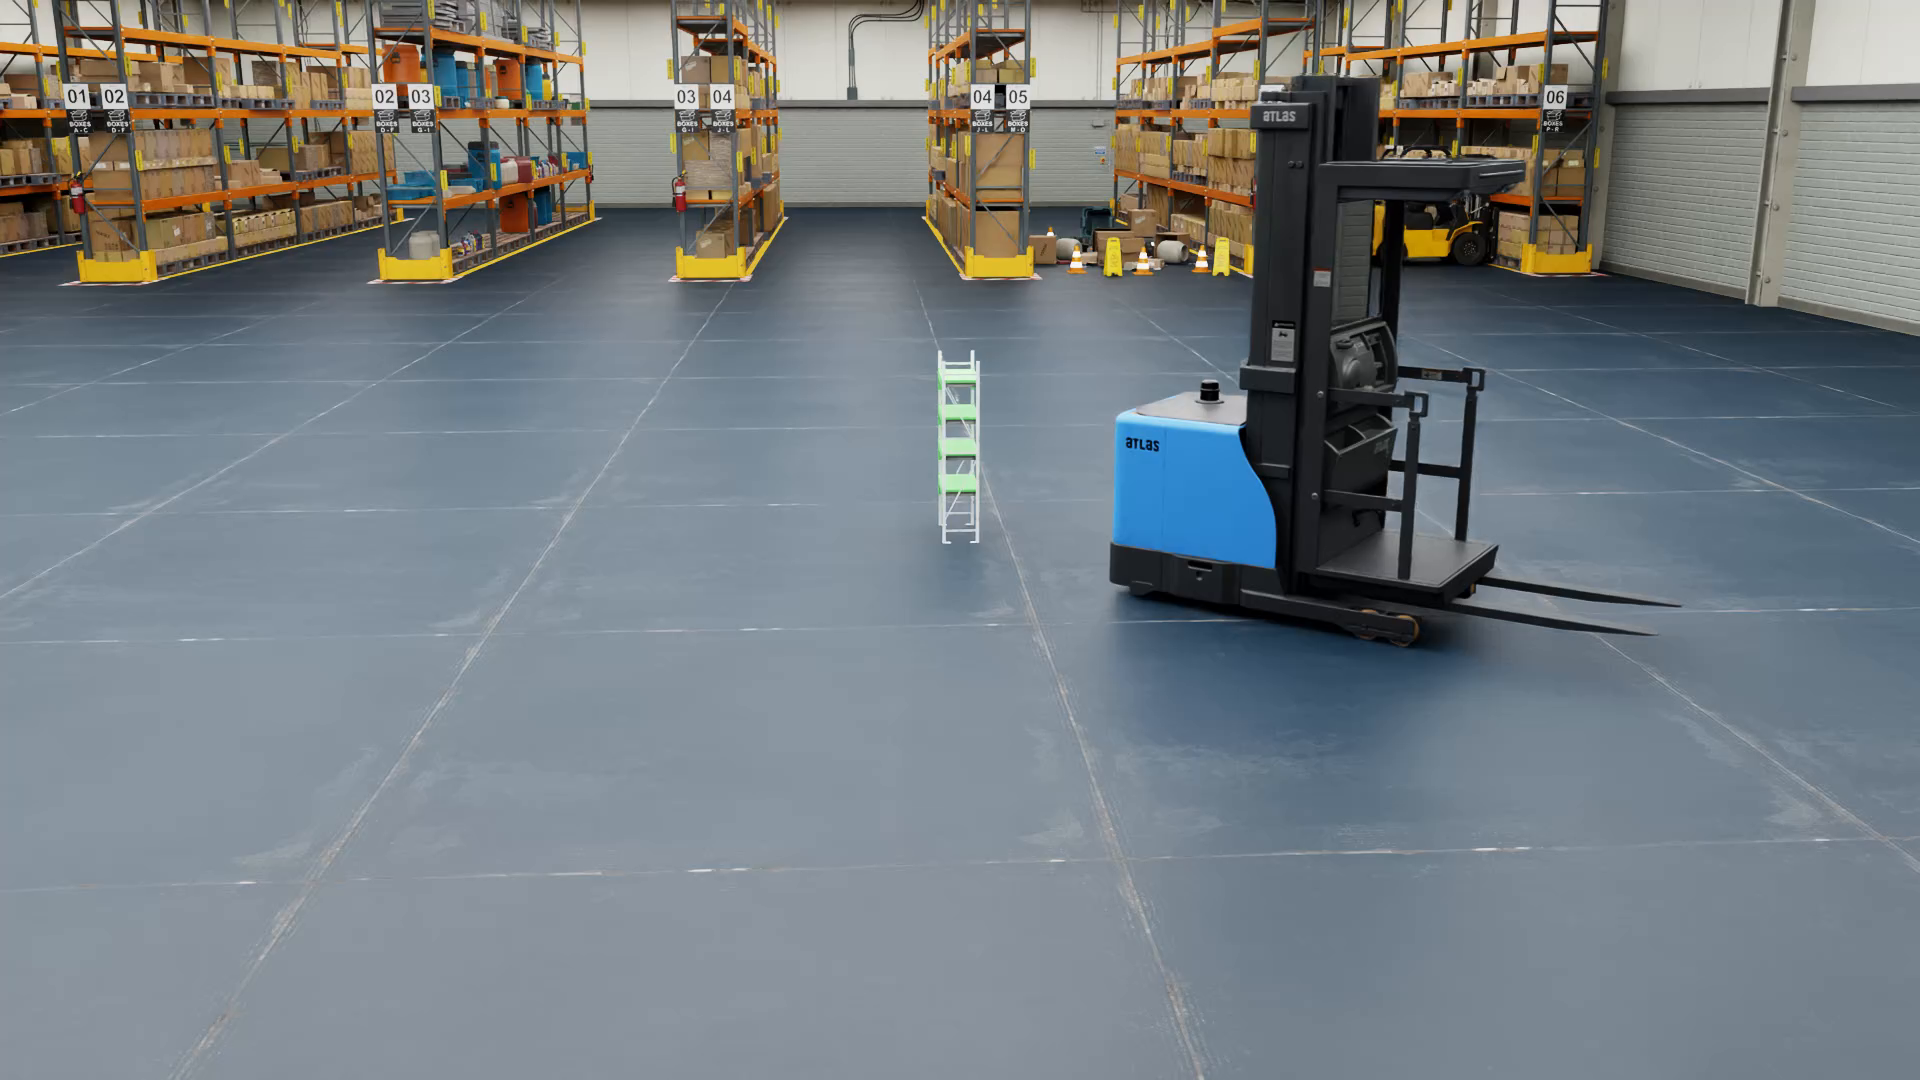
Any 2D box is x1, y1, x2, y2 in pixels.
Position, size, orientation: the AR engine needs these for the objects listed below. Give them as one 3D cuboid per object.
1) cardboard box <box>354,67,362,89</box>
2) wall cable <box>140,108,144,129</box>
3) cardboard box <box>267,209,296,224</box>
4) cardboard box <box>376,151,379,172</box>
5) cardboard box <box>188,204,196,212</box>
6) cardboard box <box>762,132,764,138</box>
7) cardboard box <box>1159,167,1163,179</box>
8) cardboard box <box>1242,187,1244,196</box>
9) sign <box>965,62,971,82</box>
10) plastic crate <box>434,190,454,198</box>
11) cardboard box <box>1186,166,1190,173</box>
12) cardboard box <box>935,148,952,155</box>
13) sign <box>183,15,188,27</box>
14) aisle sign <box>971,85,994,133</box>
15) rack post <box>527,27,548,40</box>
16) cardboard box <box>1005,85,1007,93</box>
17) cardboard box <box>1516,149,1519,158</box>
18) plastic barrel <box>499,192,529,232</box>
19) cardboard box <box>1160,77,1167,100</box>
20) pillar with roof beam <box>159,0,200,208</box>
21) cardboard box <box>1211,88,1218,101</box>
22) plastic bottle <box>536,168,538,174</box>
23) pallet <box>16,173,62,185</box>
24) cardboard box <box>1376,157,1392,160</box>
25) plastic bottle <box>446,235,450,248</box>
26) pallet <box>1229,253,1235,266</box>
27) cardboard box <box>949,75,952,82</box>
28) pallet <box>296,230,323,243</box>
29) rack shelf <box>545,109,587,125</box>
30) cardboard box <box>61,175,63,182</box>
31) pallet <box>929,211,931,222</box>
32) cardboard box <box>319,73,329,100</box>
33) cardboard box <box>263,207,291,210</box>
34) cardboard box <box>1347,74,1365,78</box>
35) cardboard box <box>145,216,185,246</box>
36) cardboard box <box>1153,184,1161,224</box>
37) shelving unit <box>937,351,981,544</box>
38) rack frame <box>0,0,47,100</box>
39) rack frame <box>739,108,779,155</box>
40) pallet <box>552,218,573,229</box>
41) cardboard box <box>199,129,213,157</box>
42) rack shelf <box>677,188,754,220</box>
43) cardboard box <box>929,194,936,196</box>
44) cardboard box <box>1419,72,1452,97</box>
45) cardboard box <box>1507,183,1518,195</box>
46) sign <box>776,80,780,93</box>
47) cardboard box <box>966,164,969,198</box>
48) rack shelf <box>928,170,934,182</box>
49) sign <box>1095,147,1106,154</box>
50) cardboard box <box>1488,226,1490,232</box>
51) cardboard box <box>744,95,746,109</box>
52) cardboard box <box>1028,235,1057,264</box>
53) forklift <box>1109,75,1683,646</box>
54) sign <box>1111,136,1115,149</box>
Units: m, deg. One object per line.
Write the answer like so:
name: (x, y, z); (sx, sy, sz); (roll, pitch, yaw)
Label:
cardboard box: (-14.906, -11.171, 40.198); (0.700, 0.500, 0.500); (-1, 14, -3)
wall cable: (-21.126, -10.528, 43.886); (0.084, 1.984, 1.851); (-1, 14, -3)
cardboard box: (-14.385, -6.837, 35.129); (0.500, 0.311, 0.500); (-1, 14, -2)
cardboard box: (-14.799, -9.498, 41.720); (0.500, 0.500, 0.500); (-1, 14, -3)
cardboard box: (-19.960, -8.553, 42.421); (0.700, 0.500, 0.500); (-1, 14, -3)
cardboard box: (-4.945, -9.172, 38.439); (0.797, 0.503, 0.637); (-1, 14, -3)
cardboard box: (4.777, -8.301, 37.570); (0.500, 0.250, 0.500); (-1, 14, -2)
cardboard box: (5.253, -6.229, 29.720); (0.380, 0.149, 0.250); (-1, 14, -4)
sign: (0.134, -7.872, 27.965); (0.100, 0.325, 0.005); (-1, 14, -3)
plastic crate: (-8.958, -6.006, 28.878); (0.298, 0.136, 0.250); (-1, 14, -3)
cardboard box: (4.994, -7.856, 35.201); (0.380, 0.149, 0.250); (0, 14, 0)
cardboard box: (-0.366, -8.762, 37.529); (0.380, 0.149, 0.250); (-1, 14, -3)
sign: (-19.560, -13.133, 41.977); (0.100, 0.325, 0.005); (-1, 14, -3)
aisle sign: (0.381, -7.271, 28.048); (0.394, 0.787, 0.004); (-1, 14, -3)
rack post: (-9.946, -11.549, 38.006); (0.937, 0.300, 0.954); (-1, 14, -4)
cardboard box: (0.975, -7.707, 28.401); (0.380, 0.149, 0.250); (-1, 14, -3)
cardboard box: (10.301, -6.994, 30.090); (0.380, 0.149, 0.250); (-1, 14, -3)
plastic barrel: (-9.767, -7.169, 36.384); (0.600, 0.830, 0.708); (-1, 14, -3)
cardboard box: (4.864, -10.073, 37.092); (0.700, 0.500, 0.500); (-2, 15, -6)
pillar with roof beam: (-16.837, -13.362, 44.901); (9.100, 9.000, 0.400); (-1, 14, -3)
cardboard box: (5.117, -8.541, 31.885); (0.500, 0.250, 0.500); (-1, 14, -5)
plastic bottle: (-9.455, -8.181, 37.060); (0.097, 0.271, 0.097); (0, 14, 0)
pallet: (-19.457, -7.474, 34.441); (1.213, 0.211, 1.003); (-1, 14, -3)
cardboard box: (9.681, -8.591, 37.854); (0.500, 0.250, 0.500); (-2, 15, -6)
plastic bottle: (-9.692, -5.626, 31.306); (0.144, 0.351, 0.185); (-1, 14, -3)
pallet: (5.518, -5.309, 31.237); (1.003, 0.211, 1.213); (-1, 14, -3)
cardboard box: (-0.104, -9.992, 36.085); (0.396, 0.266, 0.258); (-1, 14, -3)
pallet: (-14.672, -6.656, 36.471); (1.003, 0.211, 1.213); (-1, 14, -3)
rack shelf: (-10.091, -10.492, 41.209); (1.077, 0.370, 4.000); (-1, 14, -3)
cardboard box: (-19.397, -7.716, 35.460); (0.380, 0.149, 0.250); (-1, 14, -4)
pallet: (-0.295, -8.441, 43.410); (1.003, 0.211, 1.213); (-1, 14, -3)
cardboard box: (-14.954, -10.441, 38.324); (0.600, 0.600, 0.600); (-2, 15, -9)
cardboard box: (-14.956, -7.052, 36.547); (0.500, 0.500, 0.500); (0, 14, -1)
cardboard box: (9.491, -11.045, 39.945); (0.396, 0.266, 0.258); (-1, 14, -4)
cardboard box: (-14.056, -5.451, 29.362); (0.500, 0.500, 0.500); (-1, 14, -3)
cardboard box: (5.049, -7.917, 39.197); (0.875, 0.875, 0.875); (0, 14, -2)
shelving unit: (-0.010, -0.622, 11.037); (0.258, 1.200, 0.503); (-1, 14, -3)
rack frame: (-19.607, -10.648, 34.352); (1.000, 3.000, 0.127); (-1, 14, -3)
rack frame: (-5.272, -9.962, 43.724); (1.000, 3.000, 0.127); (-1, 14, -3)
pallet: (-10.051, -7.722, 40.616); (1.003, 0.211, 1.213); (-1, 14, -3)
cardboard box: (-14.382, -7.392, 30.931); (0.700, 0.500, 0.500); (-1, 14, -3)
rack shelf: (-4.404, -6.131, 30.281); (1.077, 0.370, 4.000); (-1, 14, -3)
cardboard box: (-0.621, -8.988, 43.625); (0.380, 0.149, 0.250); (-2, 15, -6)
cardboard box: (9.934, -9.518, 34.737); (0.500, 0.500, 0.500); (-1, 14, -2)
cardboard box: (10.249, -6.509, 30.104); (0.500, 0.500, 0.500); (0, 14, -2)
sign: (-4.729, -11.810, 43.269); (0.100, 0.325, 0.005); (-1, 14, -3)
cardboard box: (0.552, -6.335, 29.326); (0.875, 0.550, 0.550); (-1, 14, -3)
rack shelf: (-0.191, -9.167, 42.080); (1.077, 0.370, 4.000); (-1, 14, -3)
sign: (4.195, -11.662, 49.790); (0.327, 0.218, 0.001); (-1, 14, -3)
cardboard box: (10.122, -5.821, 31.301); (0.500, 0.250, 0.500); (-1, 14, -4)
cardboard box: (-4.180, -7.991, 30.347); (0.500, 0.250, 0.500); (-1, 14, -4)
cardboard box: (1.549, -5.449, 31.197); (0.500, 0.500, 0.500); (2, 15, 6)
forklift: (2.393, -1.005, 9.051); (3.031, 2.935, 1.130); (9, 17, 32)
sign: (4.065, -10.565, 44.173); (0.100, 0.325, 0.005); (-1, 14, -3)
